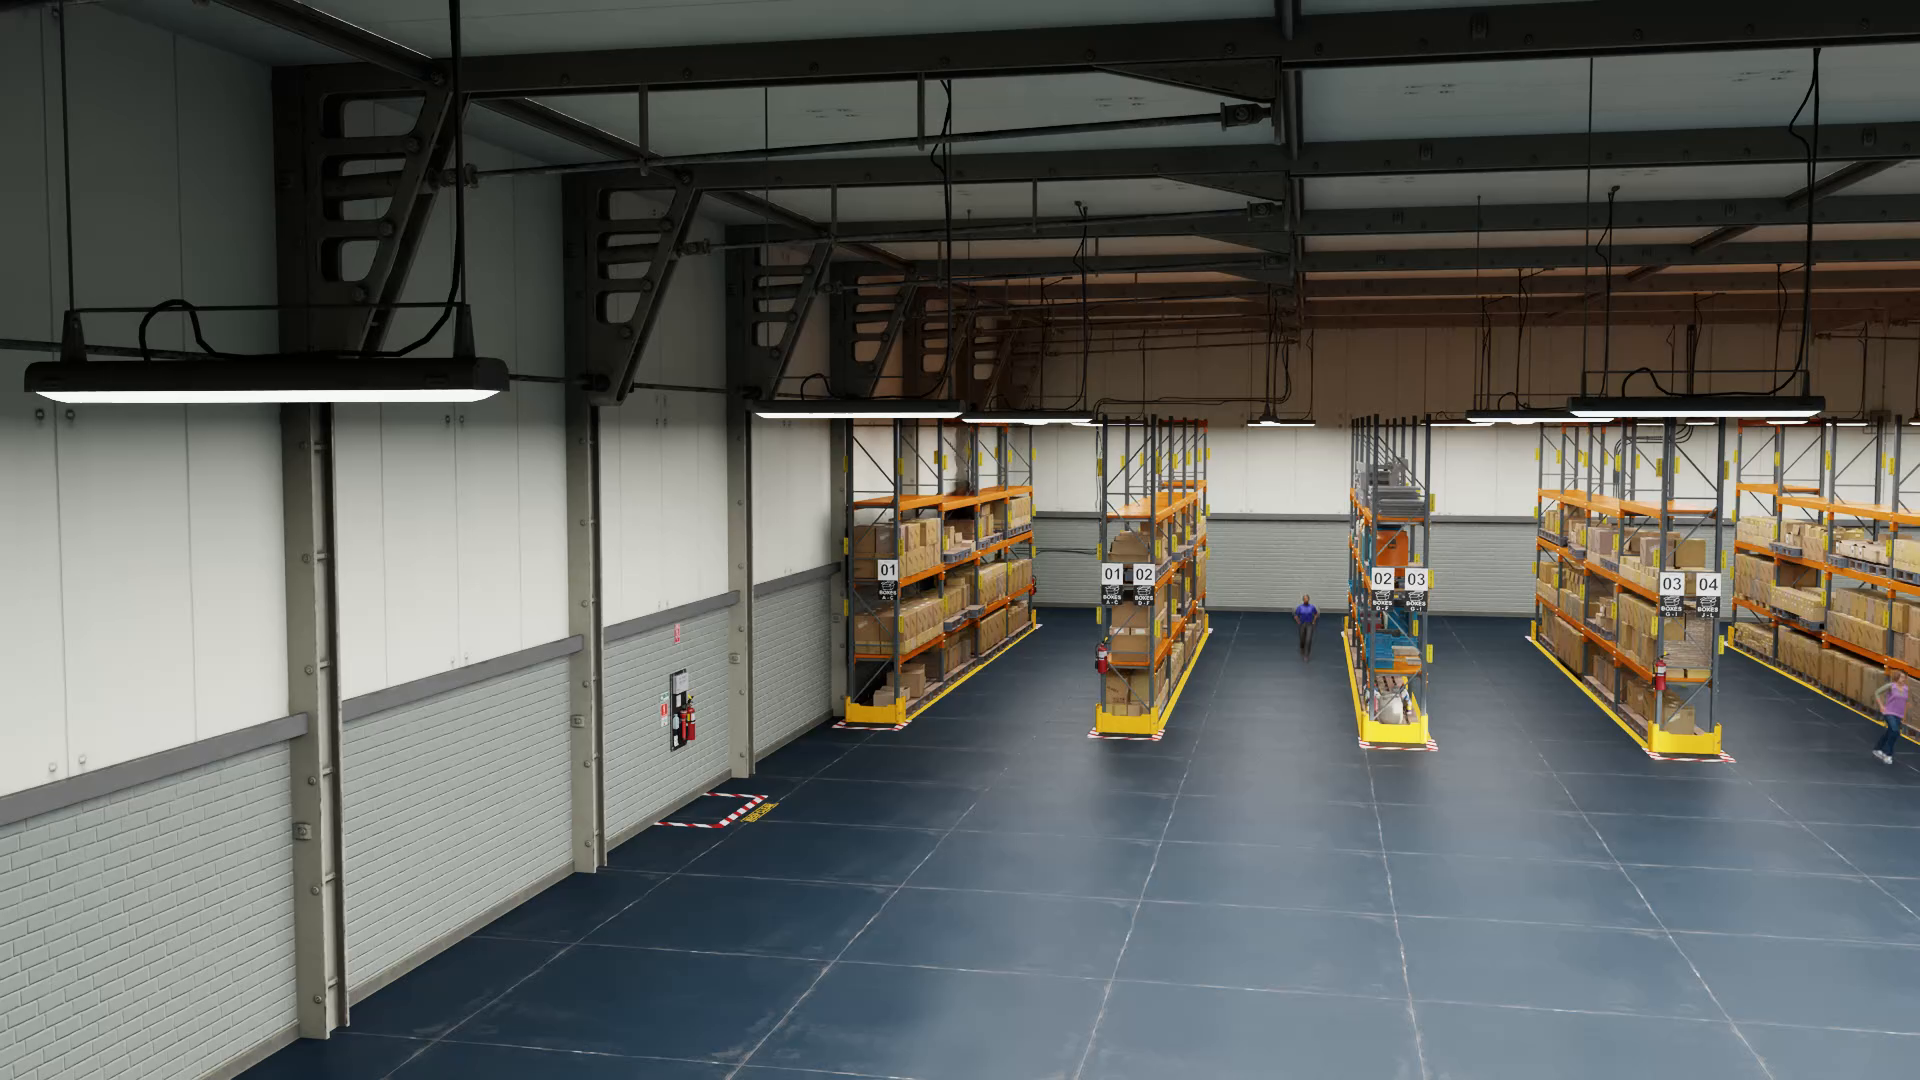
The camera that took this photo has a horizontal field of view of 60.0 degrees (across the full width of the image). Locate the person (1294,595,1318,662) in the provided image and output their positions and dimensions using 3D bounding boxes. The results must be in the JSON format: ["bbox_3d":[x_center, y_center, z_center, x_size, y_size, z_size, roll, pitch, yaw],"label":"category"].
[{"bbox_3d":[8.595,2.173,41.296,0.578,1.649,0.791,1,4,10],"label":"person"}]

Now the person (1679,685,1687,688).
[{"bbox_3d":[15.984,2.412,36.670,0.696,1.718,0.590,1,4,11],"label":"person"}]

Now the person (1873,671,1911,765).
[{"bbox_3d":[16.059,3.046,28.602,0.522,1.618,0.719,-1,4,-9],"label":"person"}]
